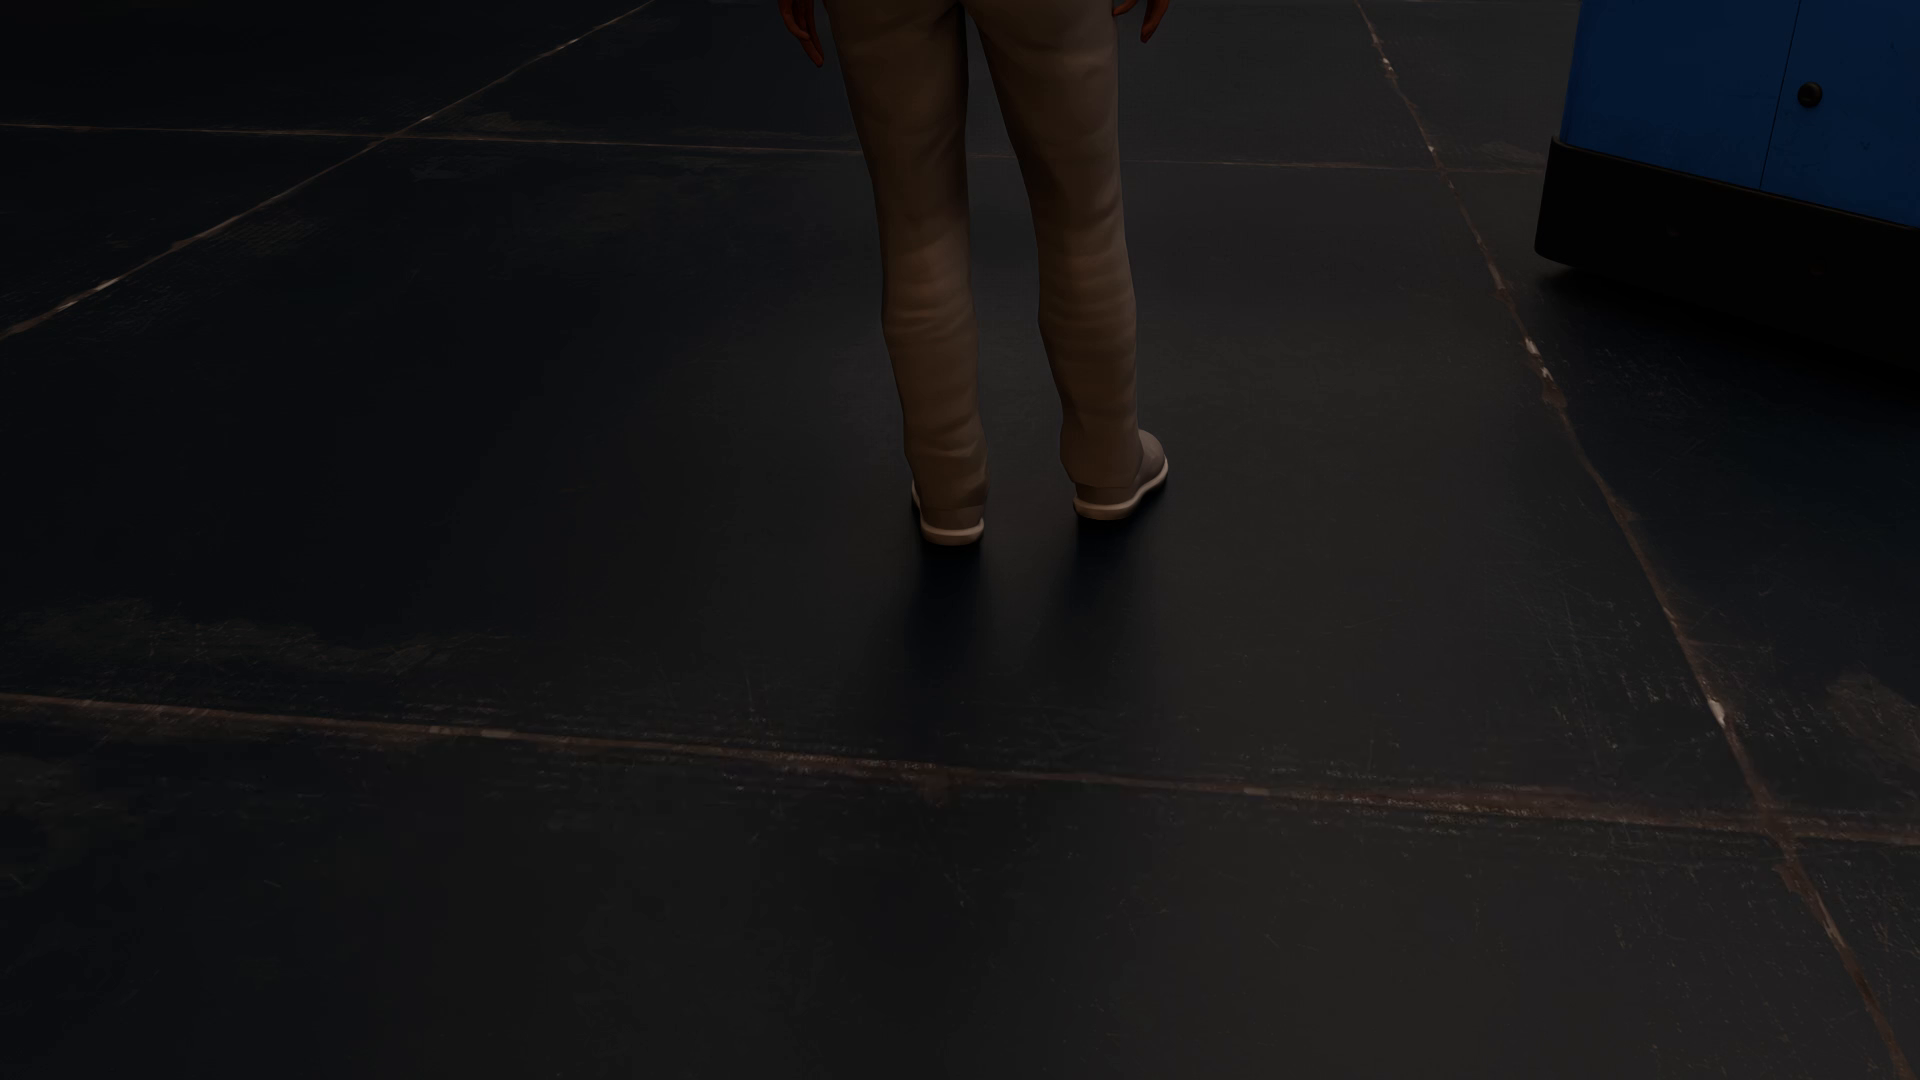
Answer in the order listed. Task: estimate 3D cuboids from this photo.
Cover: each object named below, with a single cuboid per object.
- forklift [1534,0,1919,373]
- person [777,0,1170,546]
[{"bbox_3d":[2.754,-2.051,3.328,3.031,2.935,1.130,-16,31,-29],"label":"forklift"},{"bbox_3d":[0.030,-0.797,2.182,0.570,1.695,0.530,3,27,7],"label":"person"}]
